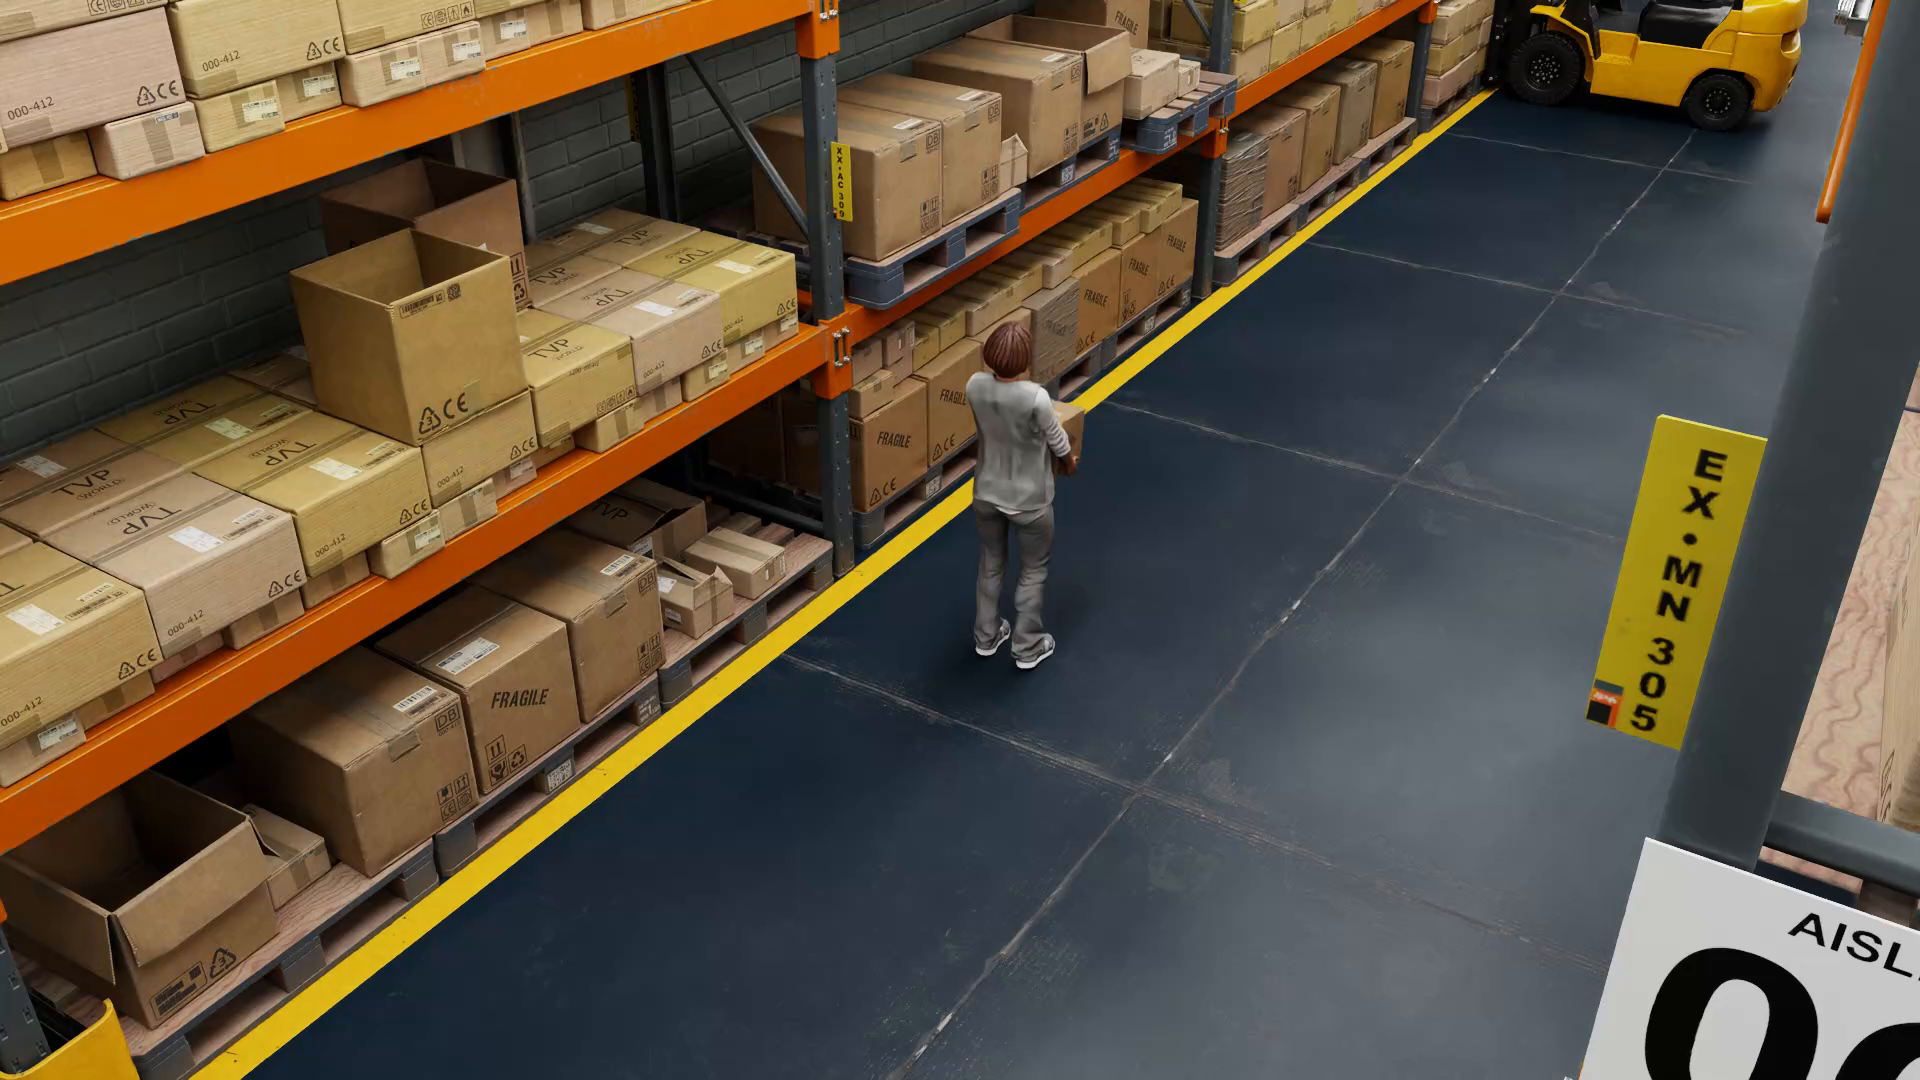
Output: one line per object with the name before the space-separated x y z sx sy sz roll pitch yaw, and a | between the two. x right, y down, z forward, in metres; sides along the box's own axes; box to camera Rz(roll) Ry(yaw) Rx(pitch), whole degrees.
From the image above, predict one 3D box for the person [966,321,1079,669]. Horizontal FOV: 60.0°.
person | 0.264 -0.218 7.010 0.397 1.597 0.496 16 35 25
